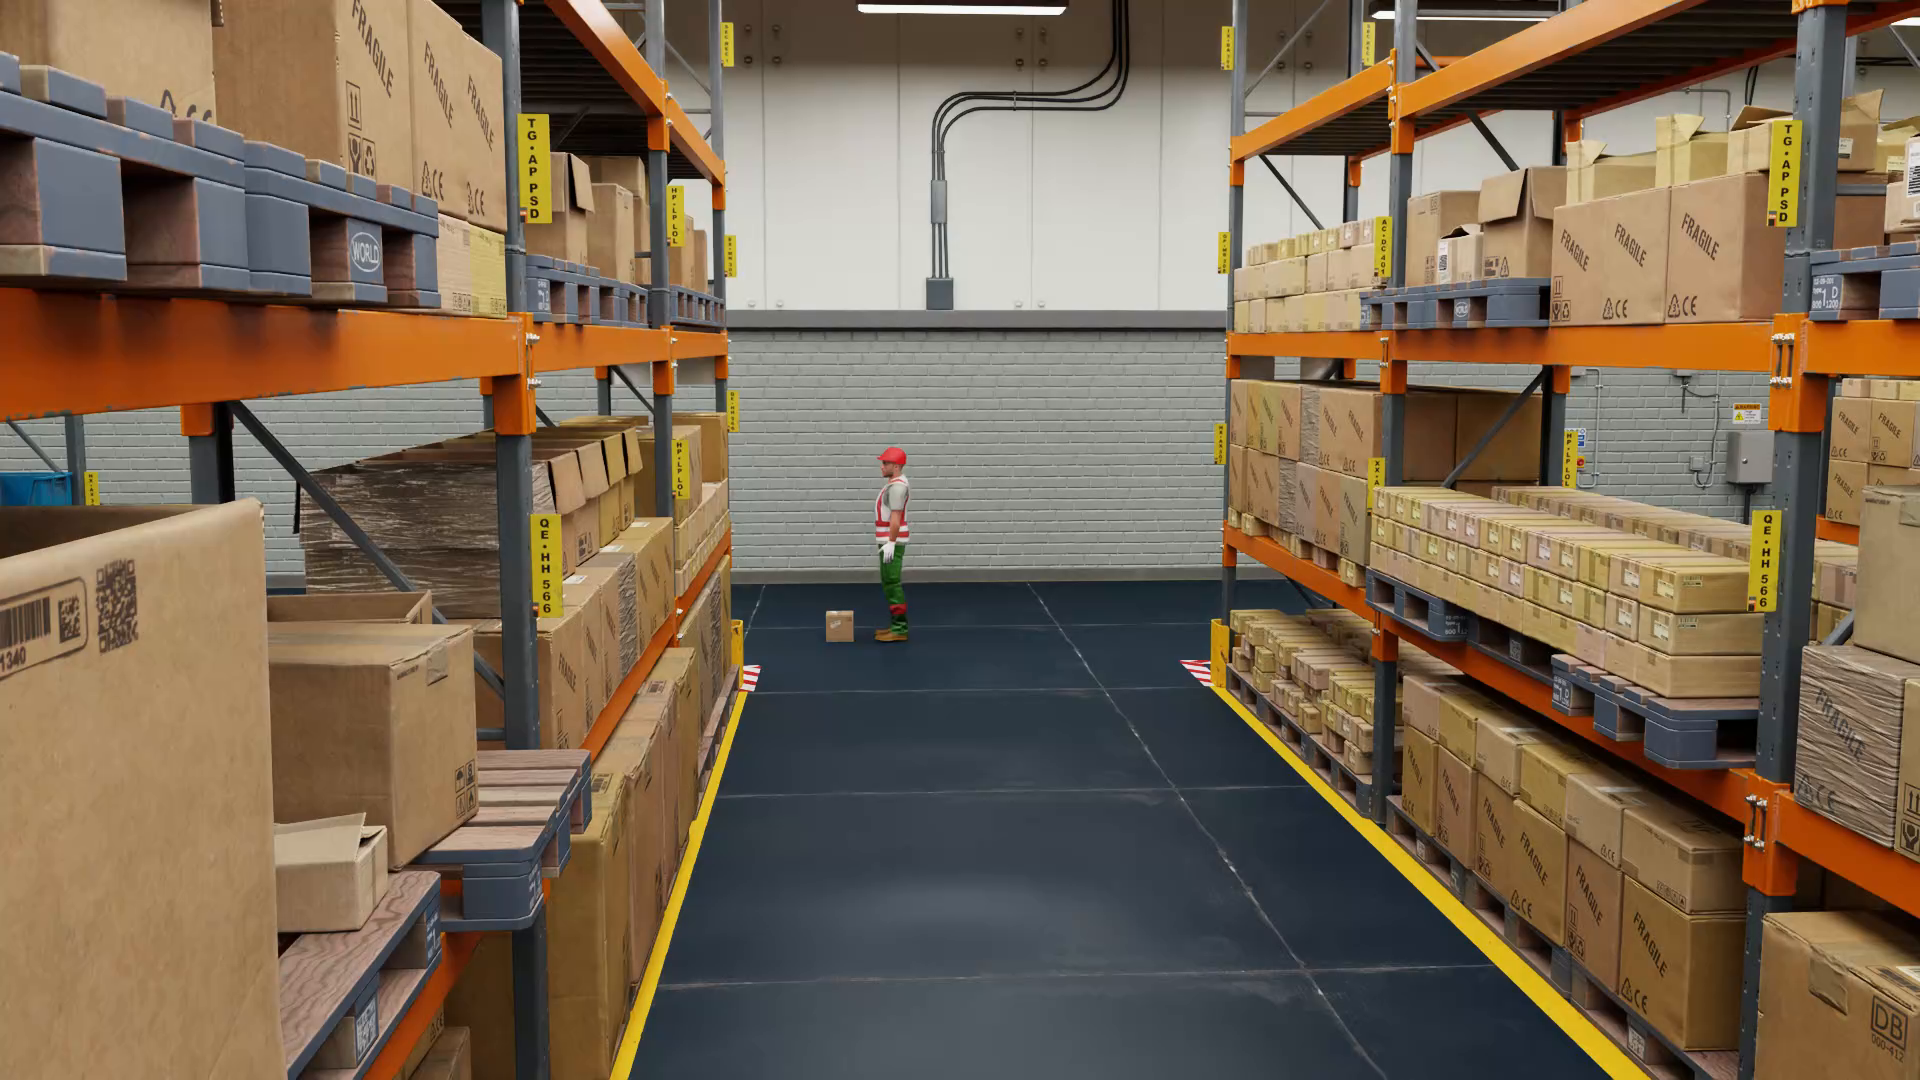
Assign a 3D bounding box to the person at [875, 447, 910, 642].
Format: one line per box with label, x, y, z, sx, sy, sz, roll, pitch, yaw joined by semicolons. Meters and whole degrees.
person;-0.624;0.036;15.335;0.337;1.786;0.524;0;7;-2
